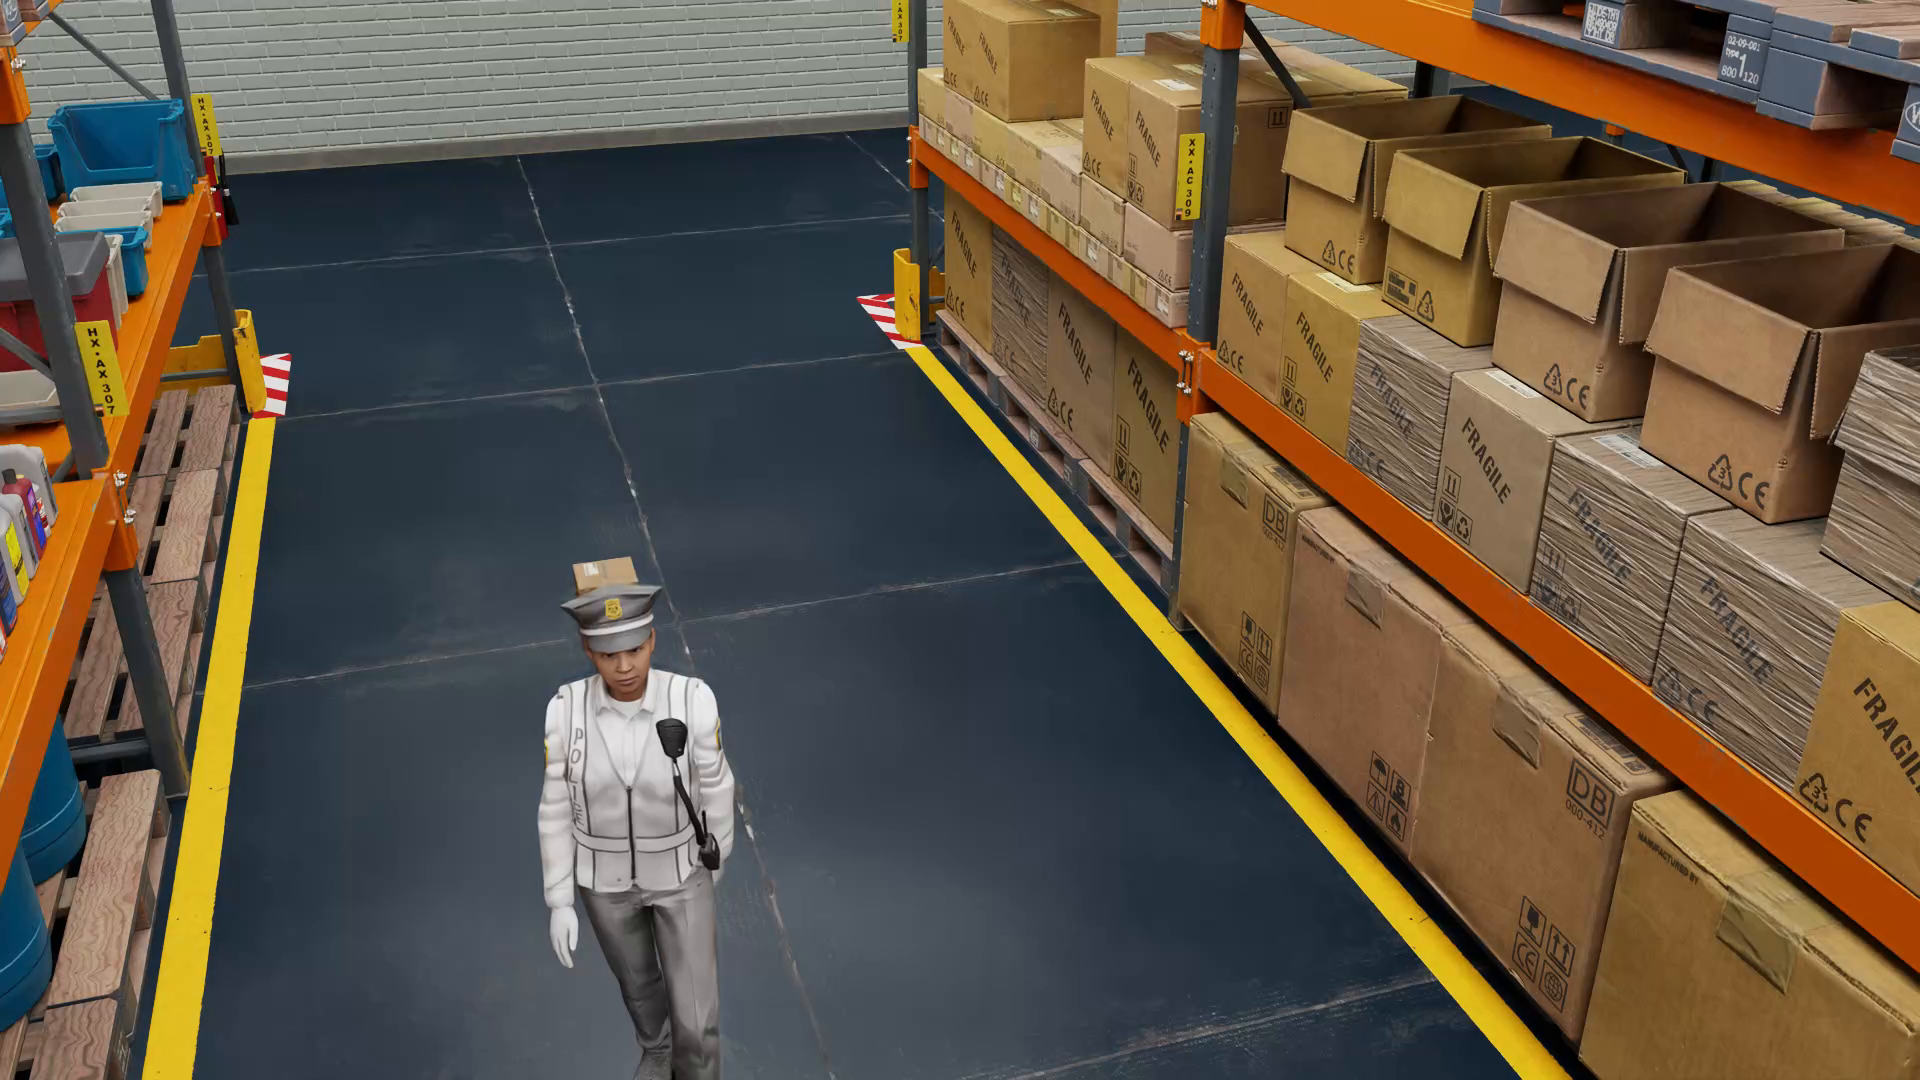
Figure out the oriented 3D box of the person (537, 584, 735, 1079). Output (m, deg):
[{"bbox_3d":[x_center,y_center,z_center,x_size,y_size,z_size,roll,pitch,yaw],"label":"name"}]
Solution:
[{"bbox_3d":[-0.819,0.918,4.274,0.486,1.749,0.624,-1,27,-3],"label":"person"}]
